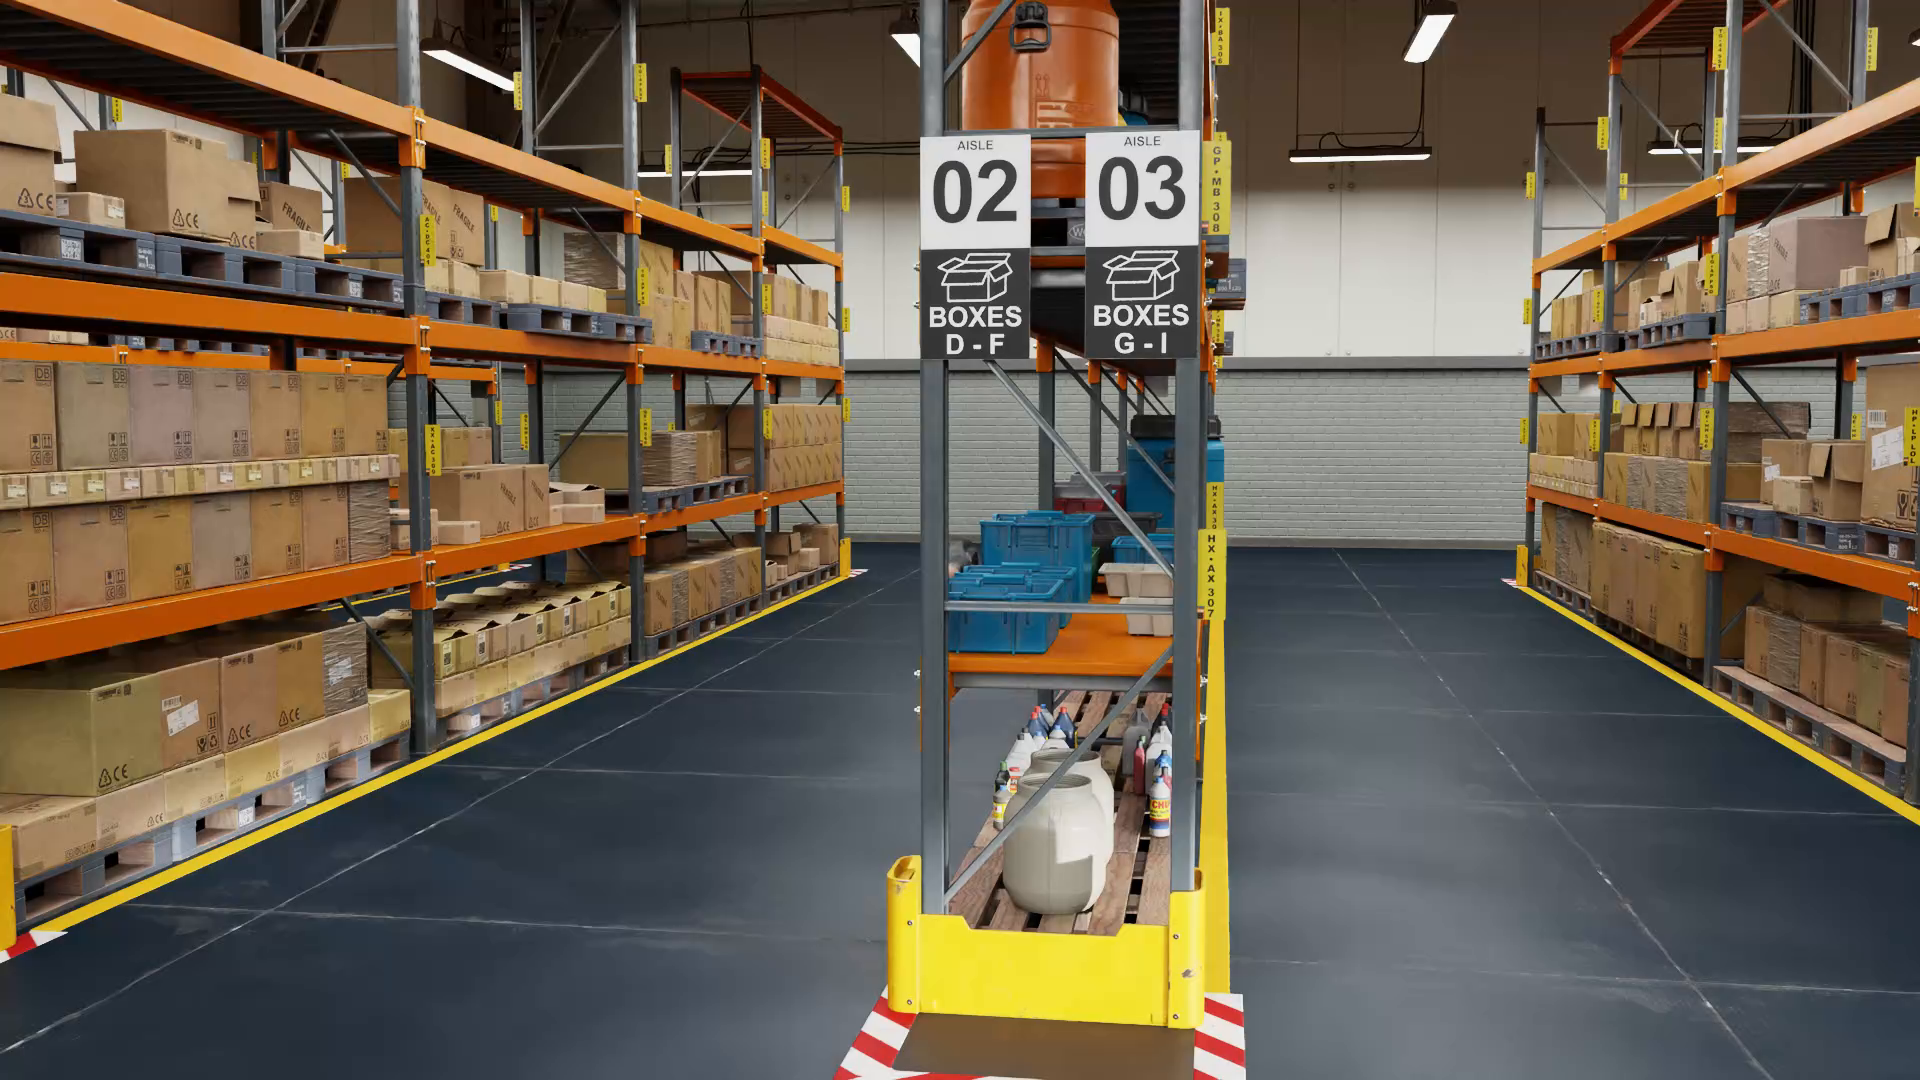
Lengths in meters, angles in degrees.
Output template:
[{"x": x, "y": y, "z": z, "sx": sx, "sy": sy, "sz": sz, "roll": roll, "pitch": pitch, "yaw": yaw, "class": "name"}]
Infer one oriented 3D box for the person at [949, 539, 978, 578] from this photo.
[{"x": -0.052, "y": 0.468, "z": 16.794, "sx": 0.519, "sy": 0.922, "sz": 0.947, "roll": 0, "pitch": 4, "yaw": 6, "class": "person"}]
